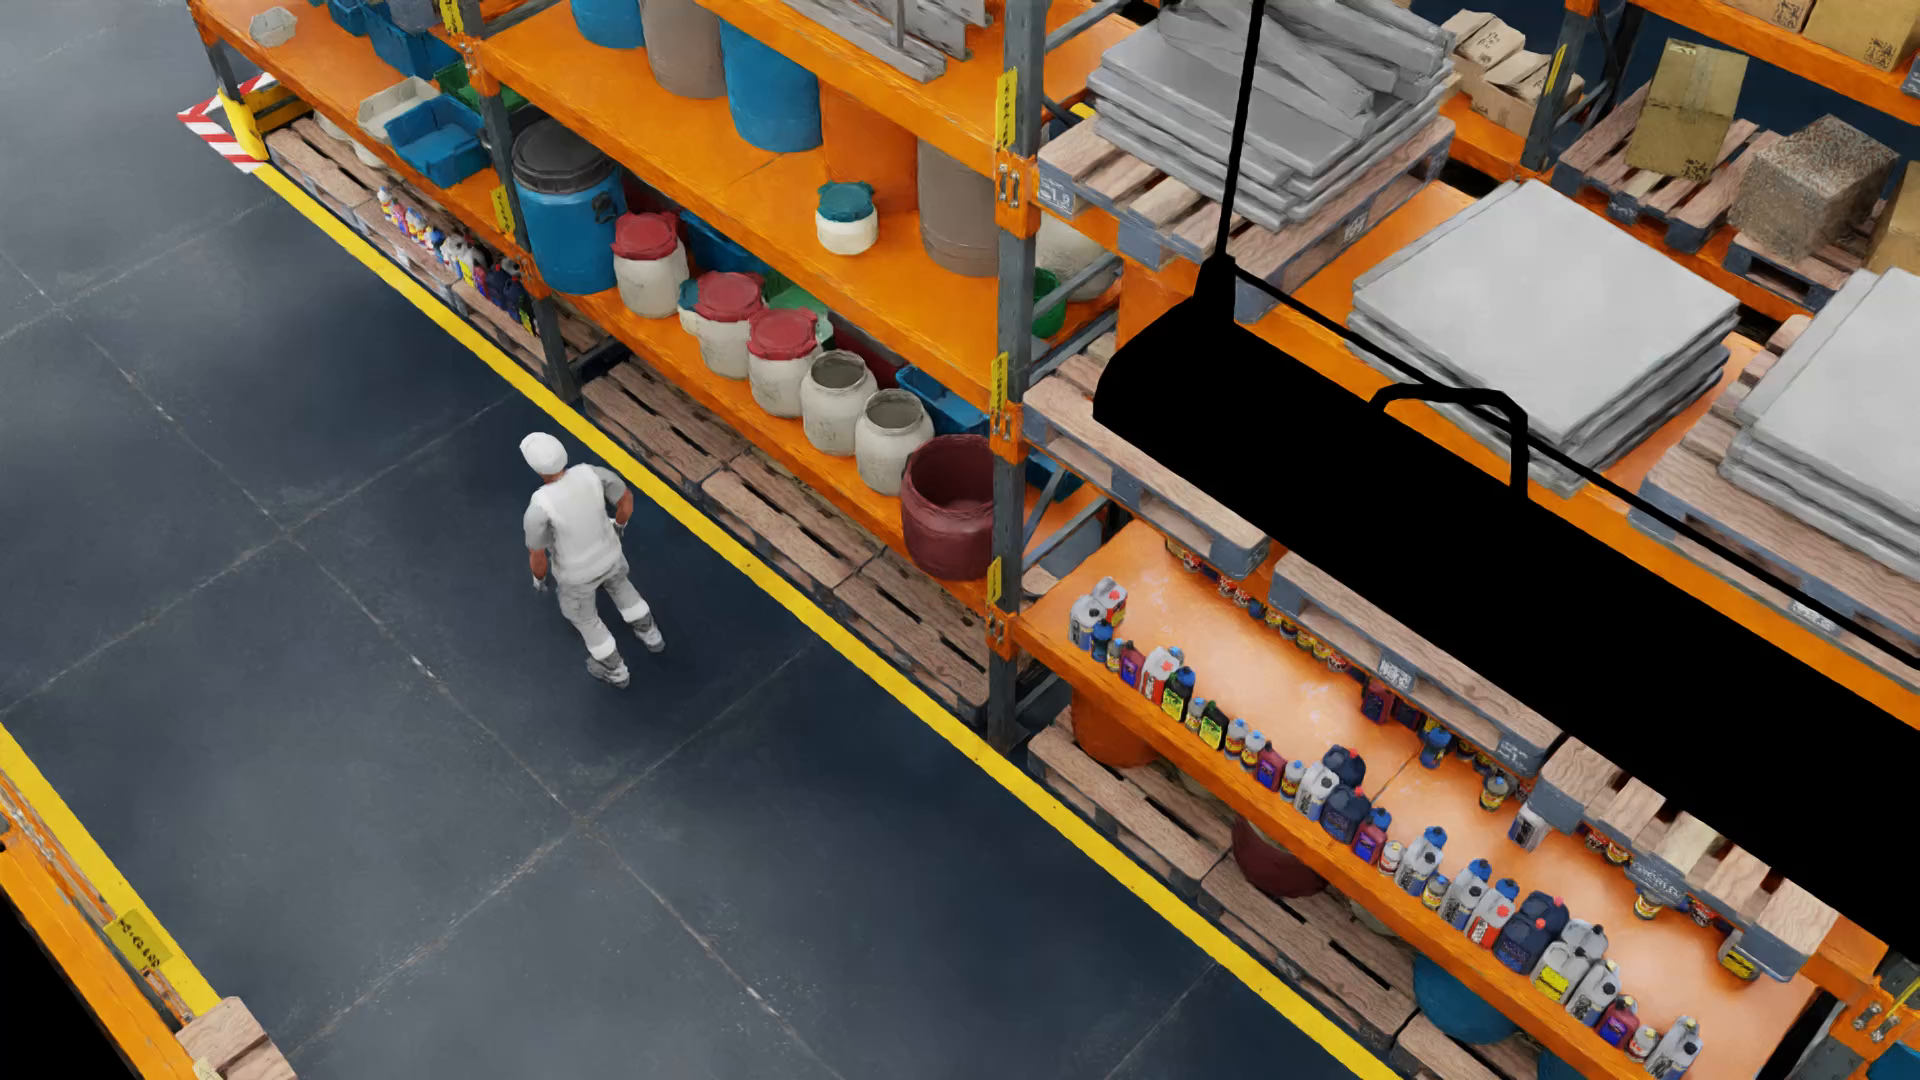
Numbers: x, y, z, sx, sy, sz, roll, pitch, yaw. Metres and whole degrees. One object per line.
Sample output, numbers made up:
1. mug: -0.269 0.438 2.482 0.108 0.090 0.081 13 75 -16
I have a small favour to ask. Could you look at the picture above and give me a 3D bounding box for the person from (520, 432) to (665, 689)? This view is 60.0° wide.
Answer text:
1. person: -2.066 0.094 9.189 0.551 1.742 0.677 35 58 26
